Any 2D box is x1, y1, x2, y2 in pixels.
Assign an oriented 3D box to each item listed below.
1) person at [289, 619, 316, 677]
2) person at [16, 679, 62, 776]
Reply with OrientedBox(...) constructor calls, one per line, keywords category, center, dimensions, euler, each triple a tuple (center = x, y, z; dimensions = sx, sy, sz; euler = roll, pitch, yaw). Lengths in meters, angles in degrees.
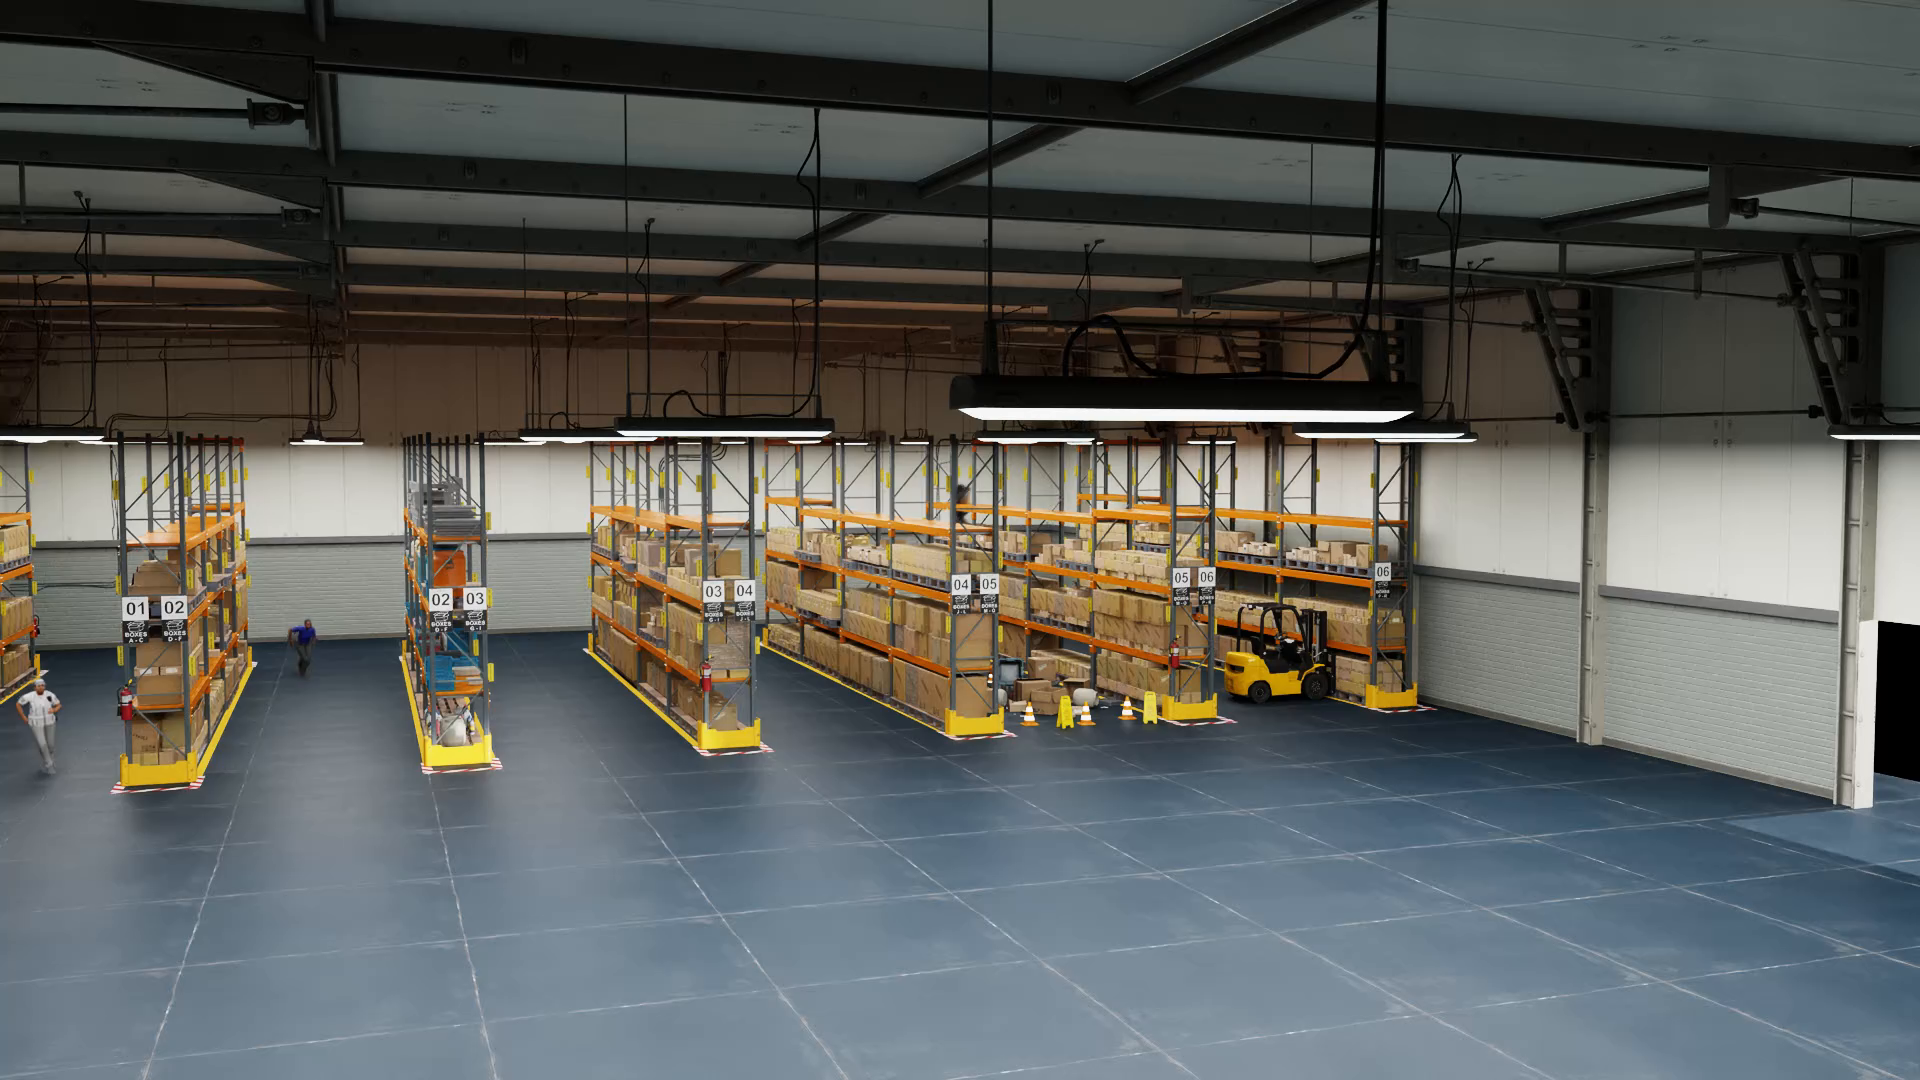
OrientedBox(category="person", center=(-16.355, 2.691, 41.391), dimensions=(0.610, 1.485, 0.820), euler=(-3, 4, -41))
OrientedBox(category="person", center=(-16.167, 3.276, 29.244), dimensions=(0.677, 1.699, 0.834), euler=(-3, 4, -43))
